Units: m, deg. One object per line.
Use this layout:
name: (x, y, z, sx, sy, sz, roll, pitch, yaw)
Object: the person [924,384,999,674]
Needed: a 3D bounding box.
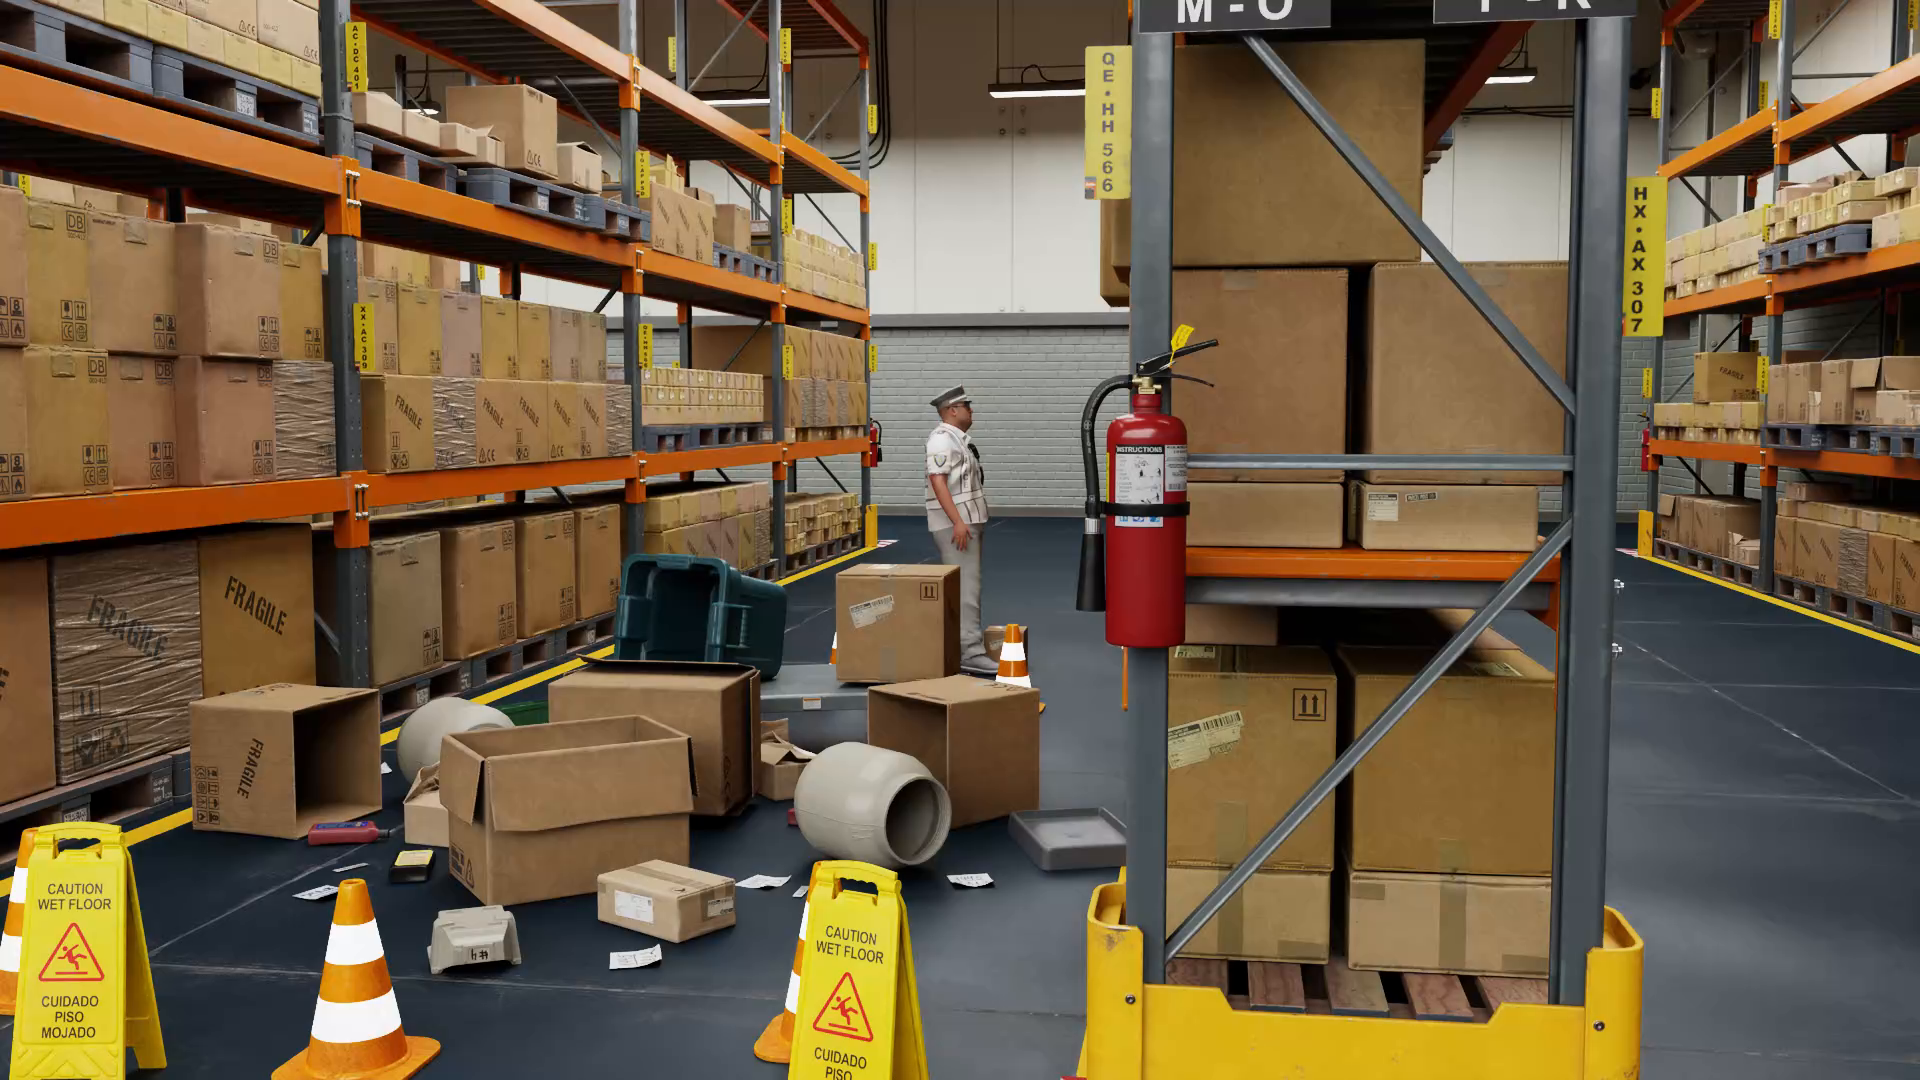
person: (0.074, -0.088, 10.431, 0.575, 1.779, 0.640, 1, 4, 9)
